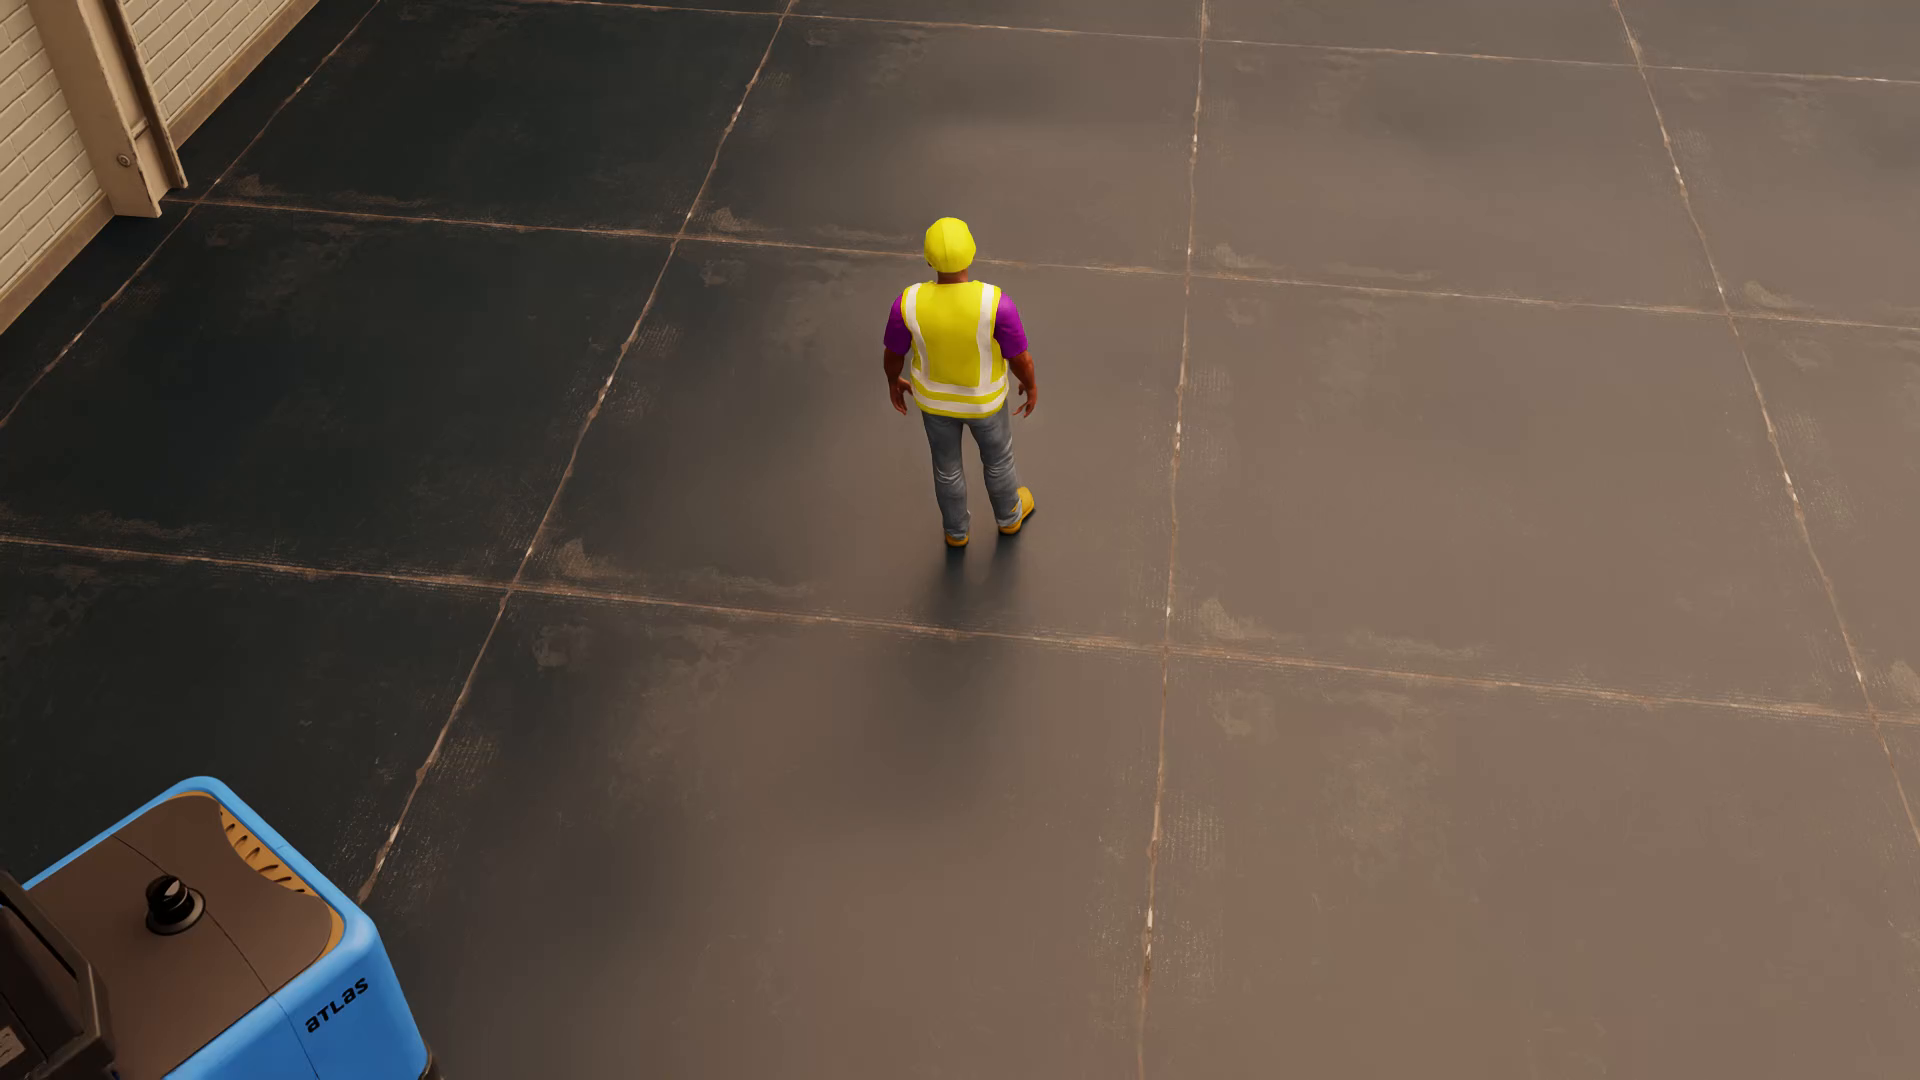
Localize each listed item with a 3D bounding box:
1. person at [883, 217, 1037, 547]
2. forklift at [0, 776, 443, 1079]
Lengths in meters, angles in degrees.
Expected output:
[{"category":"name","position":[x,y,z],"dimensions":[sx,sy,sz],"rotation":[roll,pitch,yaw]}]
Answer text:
[{"category":"person","position":[0.014,-0.702,7.339],"dimensions":[0.666,1.768,0.575],"rotation":[5,43,6]},{"category":"forklift","position":[-3.096,1.436,4.161],"dimensions":[1.130,2.935,3.031],"rotation":[30,50,28]}]
